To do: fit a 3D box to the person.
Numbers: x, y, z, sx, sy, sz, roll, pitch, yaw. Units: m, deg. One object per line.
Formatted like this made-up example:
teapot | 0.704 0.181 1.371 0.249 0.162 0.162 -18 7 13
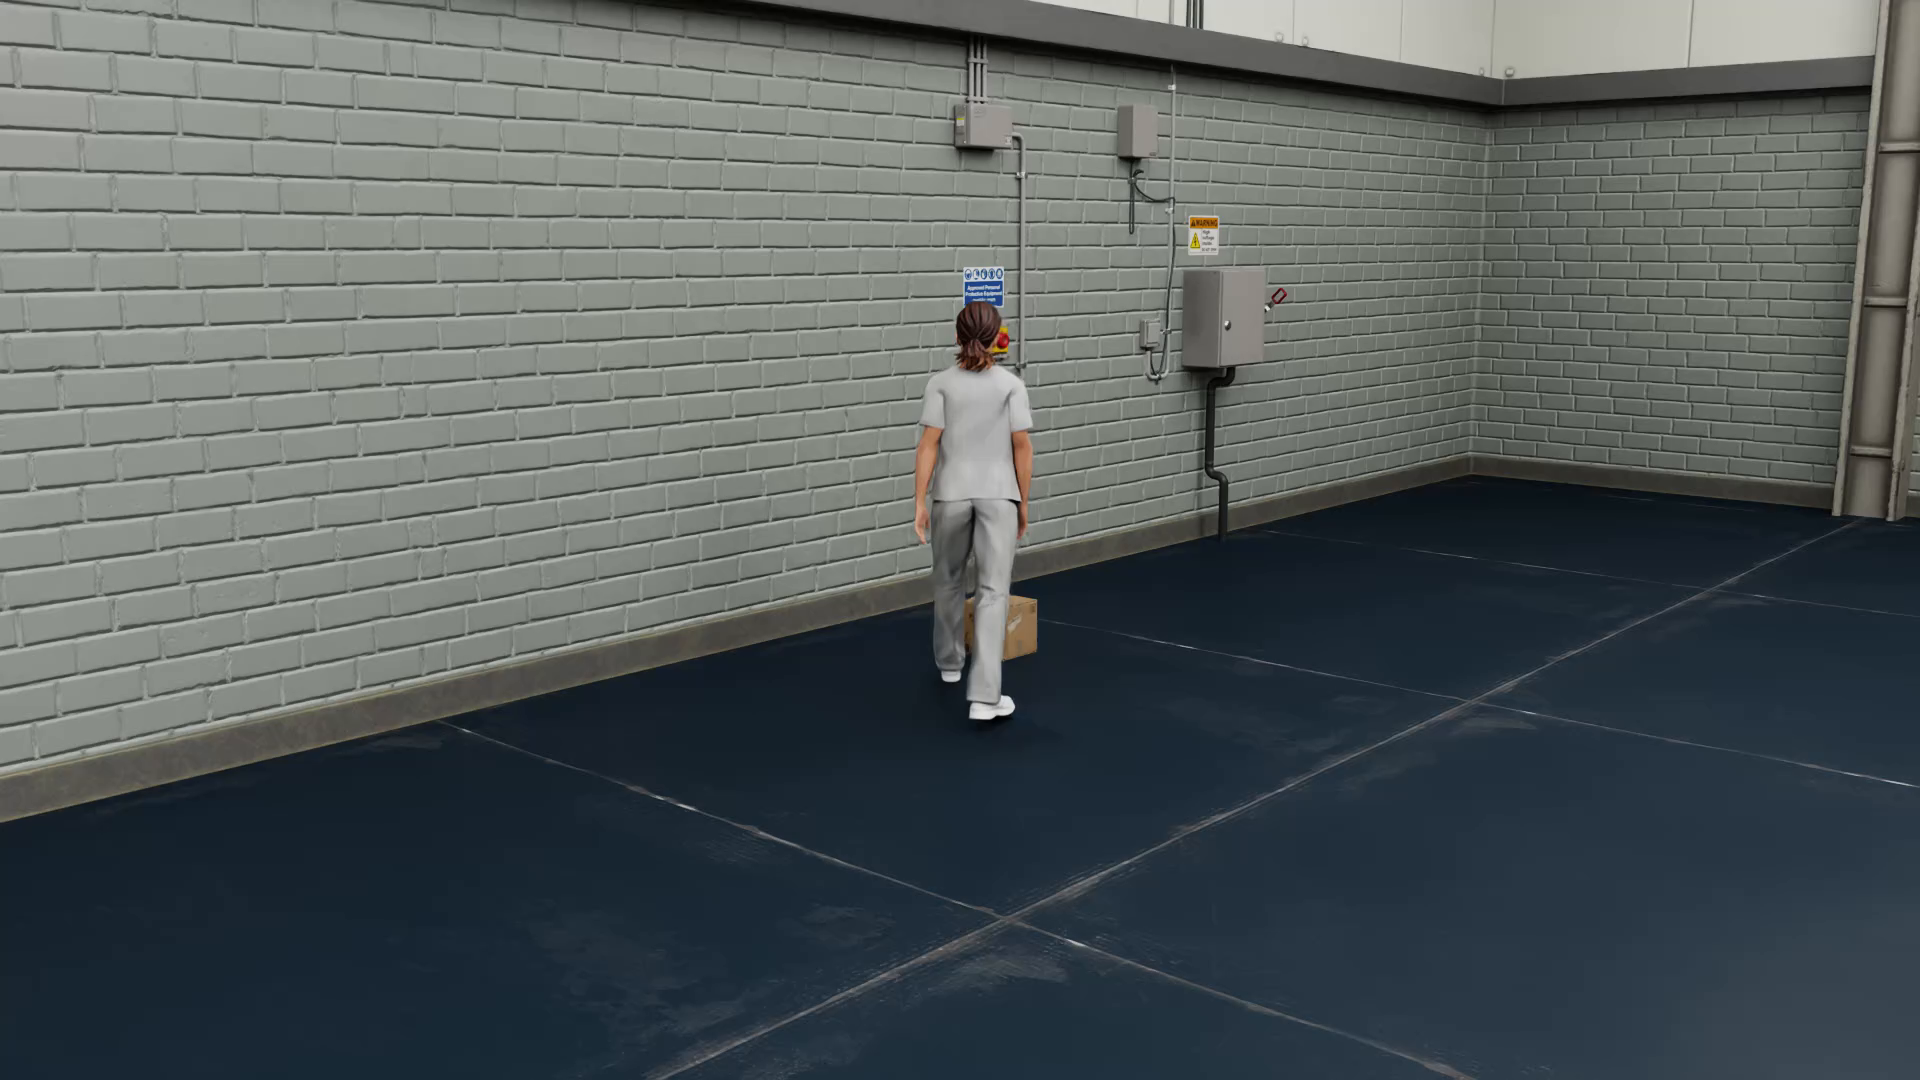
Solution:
person | 0.068 -0.153 6.791 0.468 1.636 0.911 1 10 5
